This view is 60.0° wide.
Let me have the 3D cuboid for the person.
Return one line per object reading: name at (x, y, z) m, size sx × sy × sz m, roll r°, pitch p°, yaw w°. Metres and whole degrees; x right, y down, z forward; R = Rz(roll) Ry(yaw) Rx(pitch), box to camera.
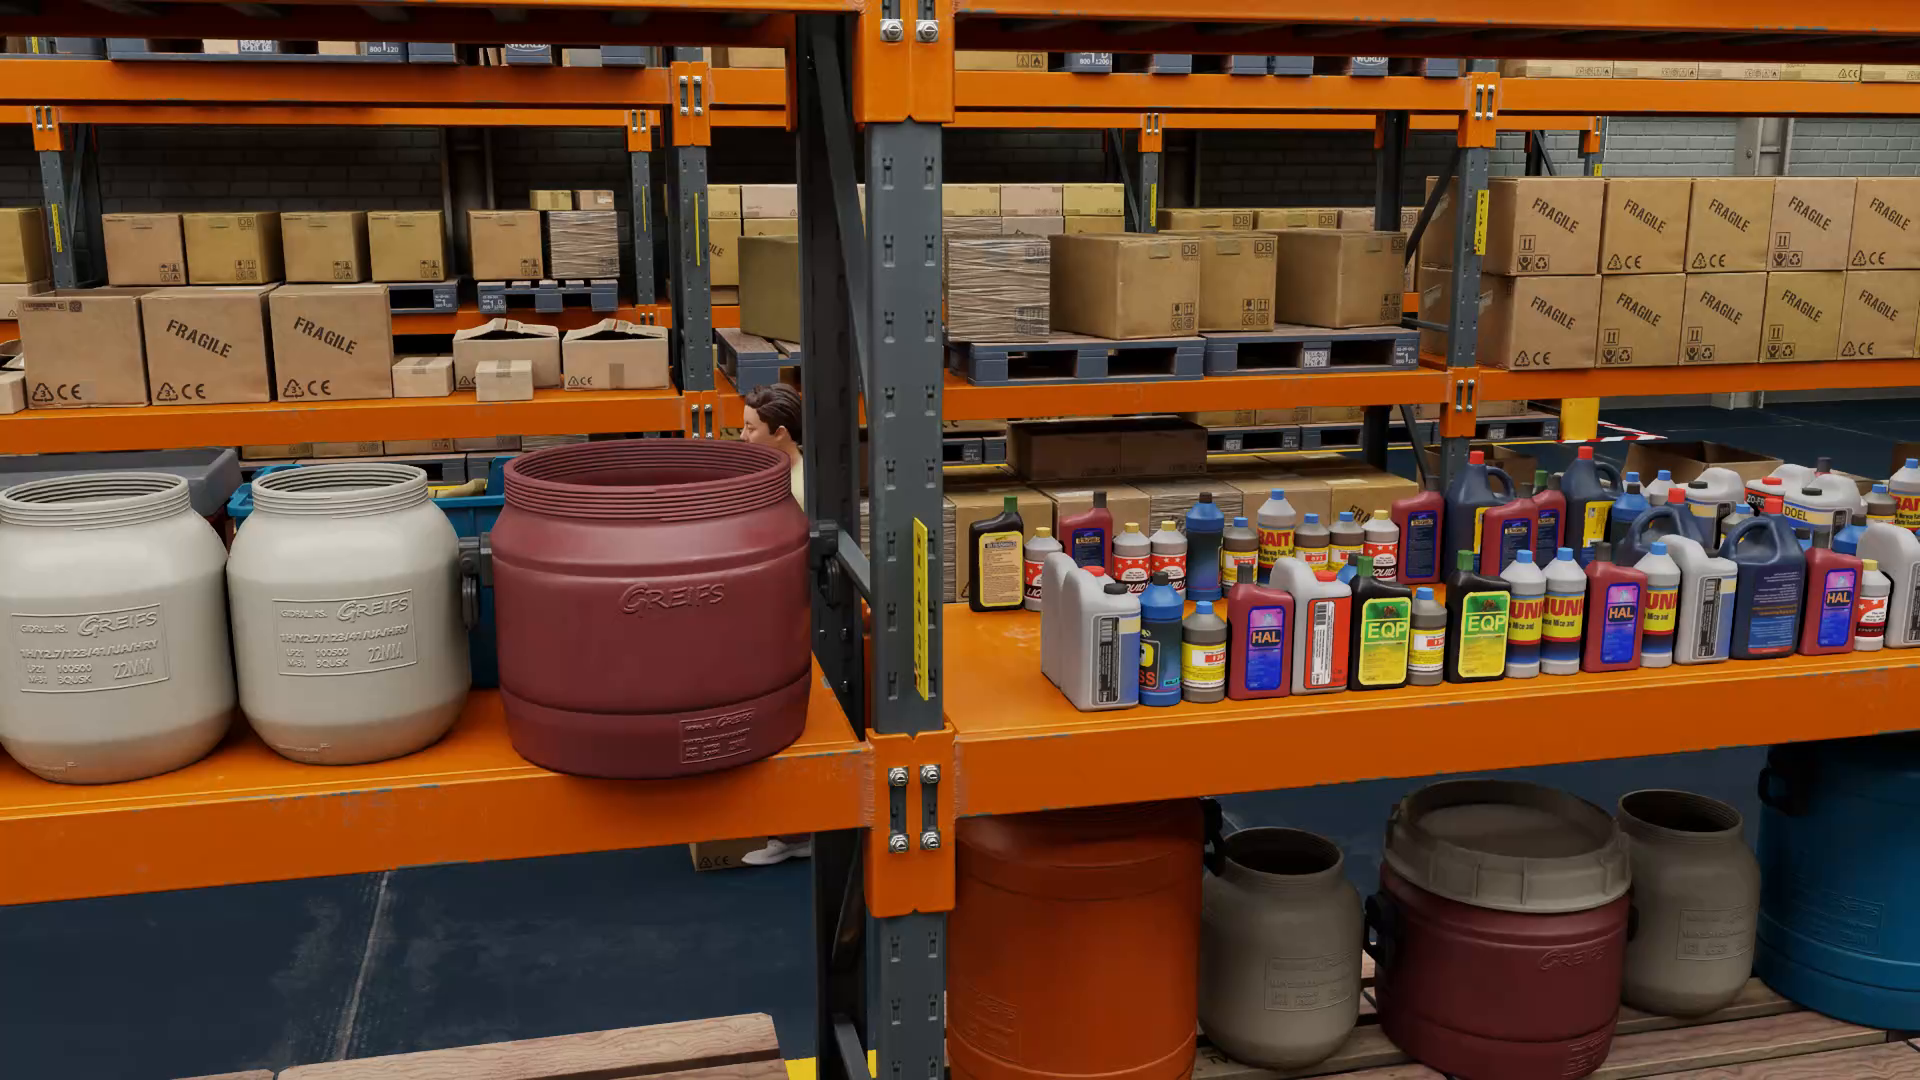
person at (-0.607, 0.284, 5.739) m, size 0.410 × 1.672 × 0.521 m, roll -4°, pitch 13°, yaw -16°
